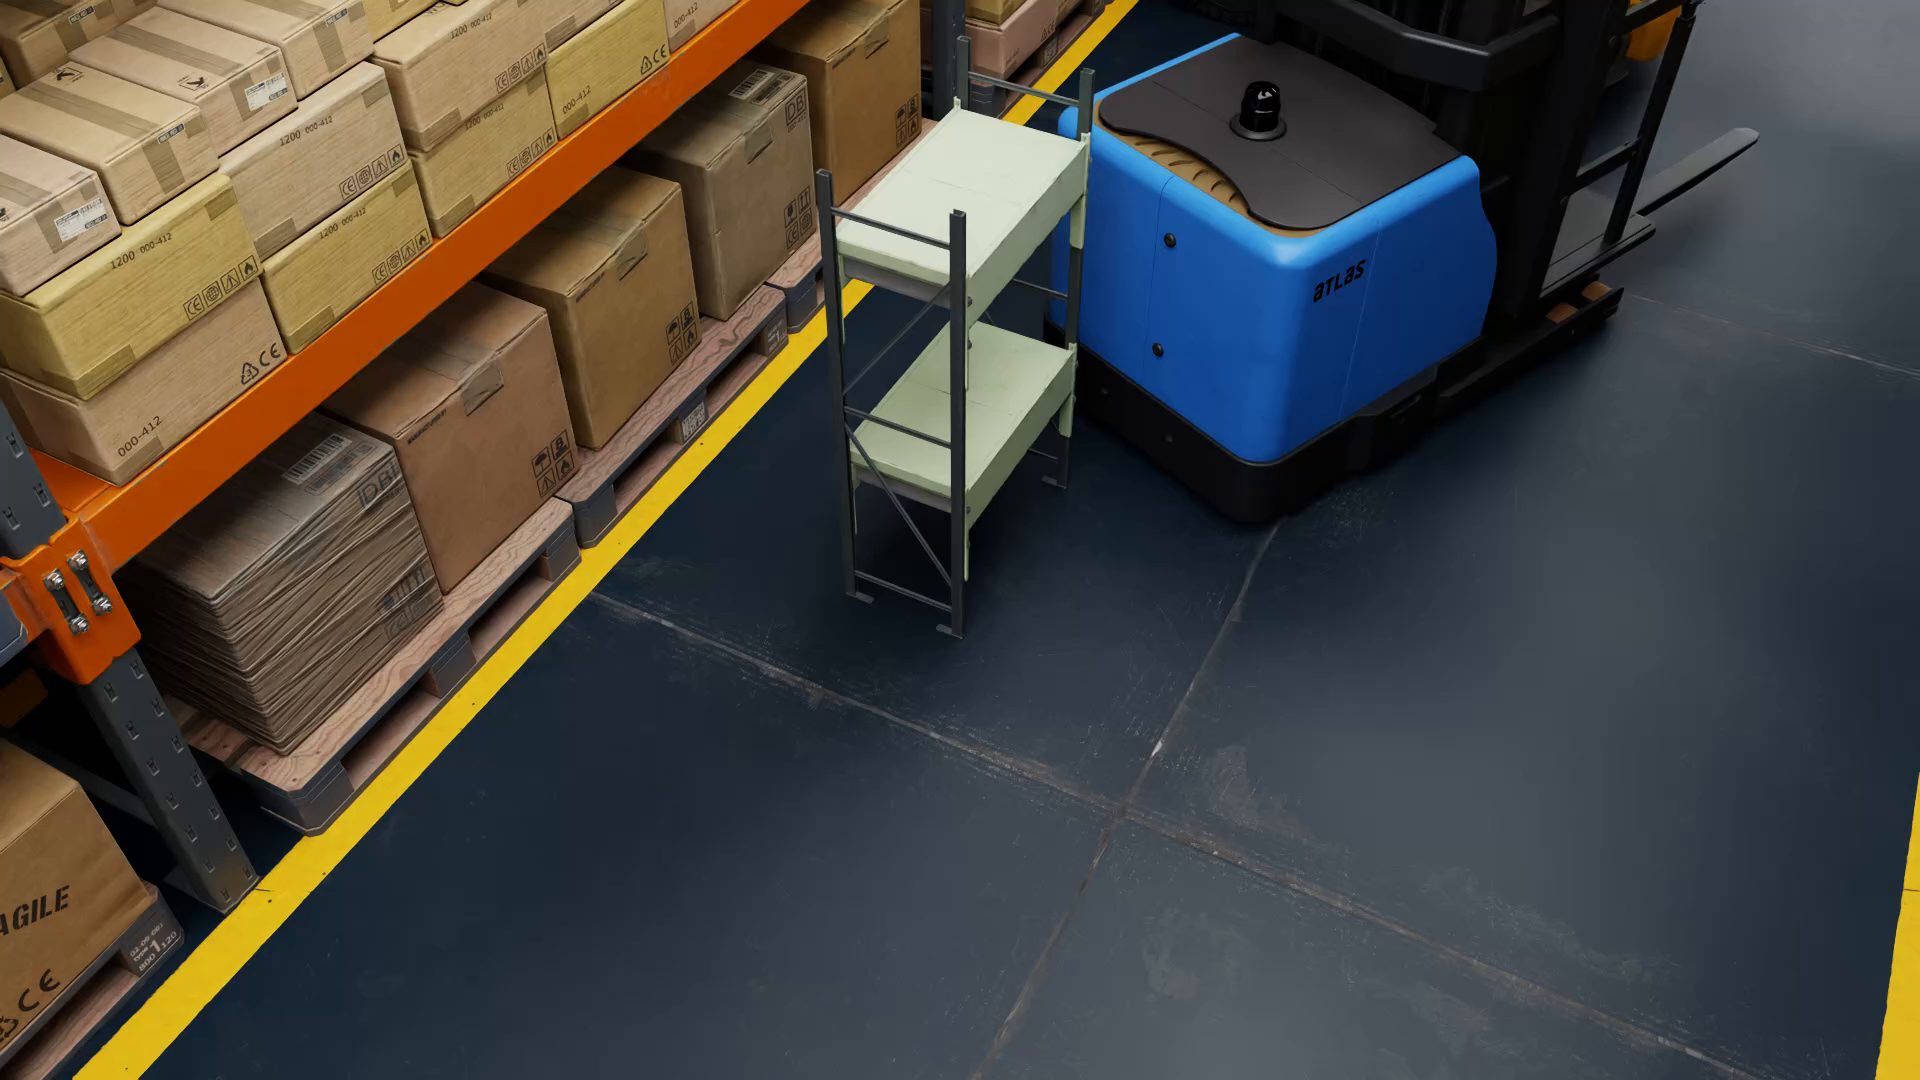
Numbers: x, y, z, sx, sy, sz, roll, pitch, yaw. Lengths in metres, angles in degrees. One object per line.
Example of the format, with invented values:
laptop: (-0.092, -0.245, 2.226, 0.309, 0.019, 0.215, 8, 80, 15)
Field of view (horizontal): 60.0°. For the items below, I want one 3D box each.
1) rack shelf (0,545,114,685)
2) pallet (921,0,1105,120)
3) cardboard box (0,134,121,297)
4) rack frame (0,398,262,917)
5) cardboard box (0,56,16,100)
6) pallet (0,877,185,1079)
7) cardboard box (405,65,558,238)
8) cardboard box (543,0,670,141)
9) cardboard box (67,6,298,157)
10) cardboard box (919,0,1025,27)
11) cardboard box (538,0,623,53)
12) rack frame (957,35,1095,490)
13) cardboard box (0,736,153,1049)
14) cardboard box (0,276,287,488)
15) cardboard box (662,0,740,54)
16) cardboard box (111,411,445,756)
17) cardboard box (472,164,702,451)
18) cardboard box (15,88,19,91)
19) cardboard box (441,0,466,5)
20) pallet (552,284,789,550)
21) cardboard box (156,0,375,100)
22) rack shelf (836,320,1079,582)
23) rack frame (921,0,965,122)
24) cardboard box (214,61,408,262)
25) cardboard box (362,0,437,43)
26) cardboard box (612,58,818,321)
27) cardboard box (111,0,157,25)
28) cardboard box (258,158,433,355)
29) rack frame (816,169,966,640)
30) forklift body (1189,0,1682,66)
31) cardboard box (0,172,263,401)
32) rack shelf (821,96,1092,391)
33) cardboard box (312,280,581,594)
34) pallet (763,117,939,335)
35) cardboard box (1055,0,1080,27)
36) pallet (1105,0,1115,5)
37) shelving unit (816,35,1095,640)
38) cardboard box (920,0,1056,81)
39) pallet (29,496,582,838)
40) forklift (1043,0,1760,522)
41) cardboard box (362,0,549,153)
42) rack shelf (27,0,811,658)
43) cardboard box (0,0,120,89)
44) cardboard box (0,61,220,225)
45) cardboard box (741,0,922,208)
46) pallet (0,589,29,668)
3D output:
rack shelf: (-3.234, 1.226, 2.435, 1.077, 0.370, 4.000, 20, 49, 19)
pallet: (-0.042, -2.313, 7.388, 1.003, 0.211, 1.213, 20, 49, 19)
cardboard box: (-1.896, -0.653, 3.260, 0.380, 0.149, 0.250, 22, 49, 20)
rack frame: (-2.305, -0.286, 3.424, 1.000, 3.000, 0.127, 20, 49, 19)
cardboard box: (-2.311, -1.023, 3.626, 0.380, 0.149, 0.250, 22, 49, 20)
pallet: (-2.685, 1.152, 3.963, 1.003, 0.211, 1.213, 20, 49, 19)
cardboard box: (-1.412, -1.075, 4.309, 0.500, 0.250, 0.500, 19, 48, 18)
cardboard box: (-1.170, -1.401, 4.631, 0.500, 0.250, 0.500, 22, 49, 20)
cardboard box: (-1.677, -0.992, 3.595, 0.380, 0.149, 0.250, 22, 49, 20)
cardboard box: (0.050, -2.366, 6.766, 0.500, 0.250, 0.500, 20, 49, 19)
cardboard box: (-1.176, -1.577, 4.454, 0.500, 0.250, 0.500, 21, 49, 20)
rack frame: (0.173, -0.762, 4.949, 0.400, 1.500, 0.023, 20, 49, 19)
cardboard box: (-2.311, 0.782, 3.830, 0.500, 0.500, 0.500, 22, 49, 20)
cardboard box: (-1.883, -0.433, 3.674, 0.500, 0.250, 0.500, 21, 49, 19)
cardboard box: (-0.937, -1.729, 4.955, 0.500, 0.250, 0.500, 21, 49, 19)
cardboard box: (-2.003, 0.012, 4.503, 0.875, 0.625, 0.625, 22, 49, 20)
cardboard box: (-1.395, -0.826, 5.332, 0.875, 0.625, 0.625, 19, 48, 17)
cardboard box: (-2.107, -1.107, 3.989, 0.500, 0.250, 0.500, 21, 49, 19)
cardboard box: (-1.306, -1.470, 4.067, 0.380, 0.149, 0.250, 21, 49, 20)
pallet: (-1.321, -0.578, 5.672, 1.003, 0.211, 1.213, 20, 49, 19)
cardboard box: (-1.567, -1.161, 3.762, 0.380, 0.149, 0.250, 21, 49, 19)
rack shelf: (0.003, -0.302, 4.953, 0.431, 0.370, 0.720, 20, 49, 19)
rack frame: (-0.448, -2.806, 5.915, 1.000, 3.000, 0.127, 20, 49, 19)
cardboard box: (-1.649, -0.923, 3.808, 0.500, 0.250, 0.500, 22, 49, 20)
cardboard box: (-1.477, -1.329, 3.928, 0.380, 0.149, 0.250, 21, 49, 19)
cardboard box: (-1.048, -1.301, 5.801, 0.875, 0.625, 0.625, 20, 49, 19)
cardboard box: (-2.084, -1.344, 3.943, 0.380, 0.149, 0.250, 20, 49, 18)
cardboard box: (-1.645, -0.748, 3.986, 0.500, 0.250, 0.500, 19, 48, 18)
rack frame: (-0.167, -0.301, 4.493, 0.400, 1.500, 0.023, 20, 49, 19)
forklift body: (2.144, -3.231, 6.931, 2.313, 2.155, 1.214, 20, 49, 19)
cardboard box: (-1.861, -0.600, 3.488, 0.500, 0.250, 0.500, 20, 49, 19)
rack shelf: (0.003, -0.806, 4.443, 0.431, 0.370, 0.720, 20, 49, 19)
cardboard box: (-1.707, -0.402, 4.913, 0.875, 0.625, 0.625, 22, 49, 20)
pallet: (-0.756, -1.349, 6.435, 1.003, 0.211, 1.213, 20, 49, 19)
cardboard box: (0.292, -2.508, 7.258, 0.500, 0.250, 0.500, 19, 48, 18)
pallet: (0.523, -3.085, 8.150, 1.003, 0.211, 1.213, 20, 49, 19)
shelving unit: (0.003, -0.531, 4.721, 0.431, 1.500, 0.755, 20, 49, 19)
cardboard box: (0.070, -2.183, 6.936, 0.500, 0.250, 0.500, 21, 49, 19)
pallet: (-1.888, 0.188, 4.916, 1.003, 0.211, 1.213, 20, 49, 19)
forklift: (1.746, -1.971, 5.138, 3.031, 2.935, 1.130, -30, 52, -26)
cardboard box: (-1.390, -1.247, 4.128, 0.500, 0.250, 0.500, 19, 48, 18)
rack shelf: (-1.377, -1.294, 4.925, 1.077, 0.370, 4.000, 20, 49, 19)
cardboard box: (-2.137, -1.166, 3.767, 0.380, 0.149, 0.250, 20, 49, 19)
cardboard box: (-1.773, -0.822, 3.427, 0.380, 0.149, 0.250, 21, 49, 20)
cardboard box: (-0.681, -1.787, 6.281, 0.875, 0.625, 0.625, 23, 50, 21)
pallet: (-2.558, 0.231, 3.047, 1.213, 0.211, 1.003, 20, 49, 19)
